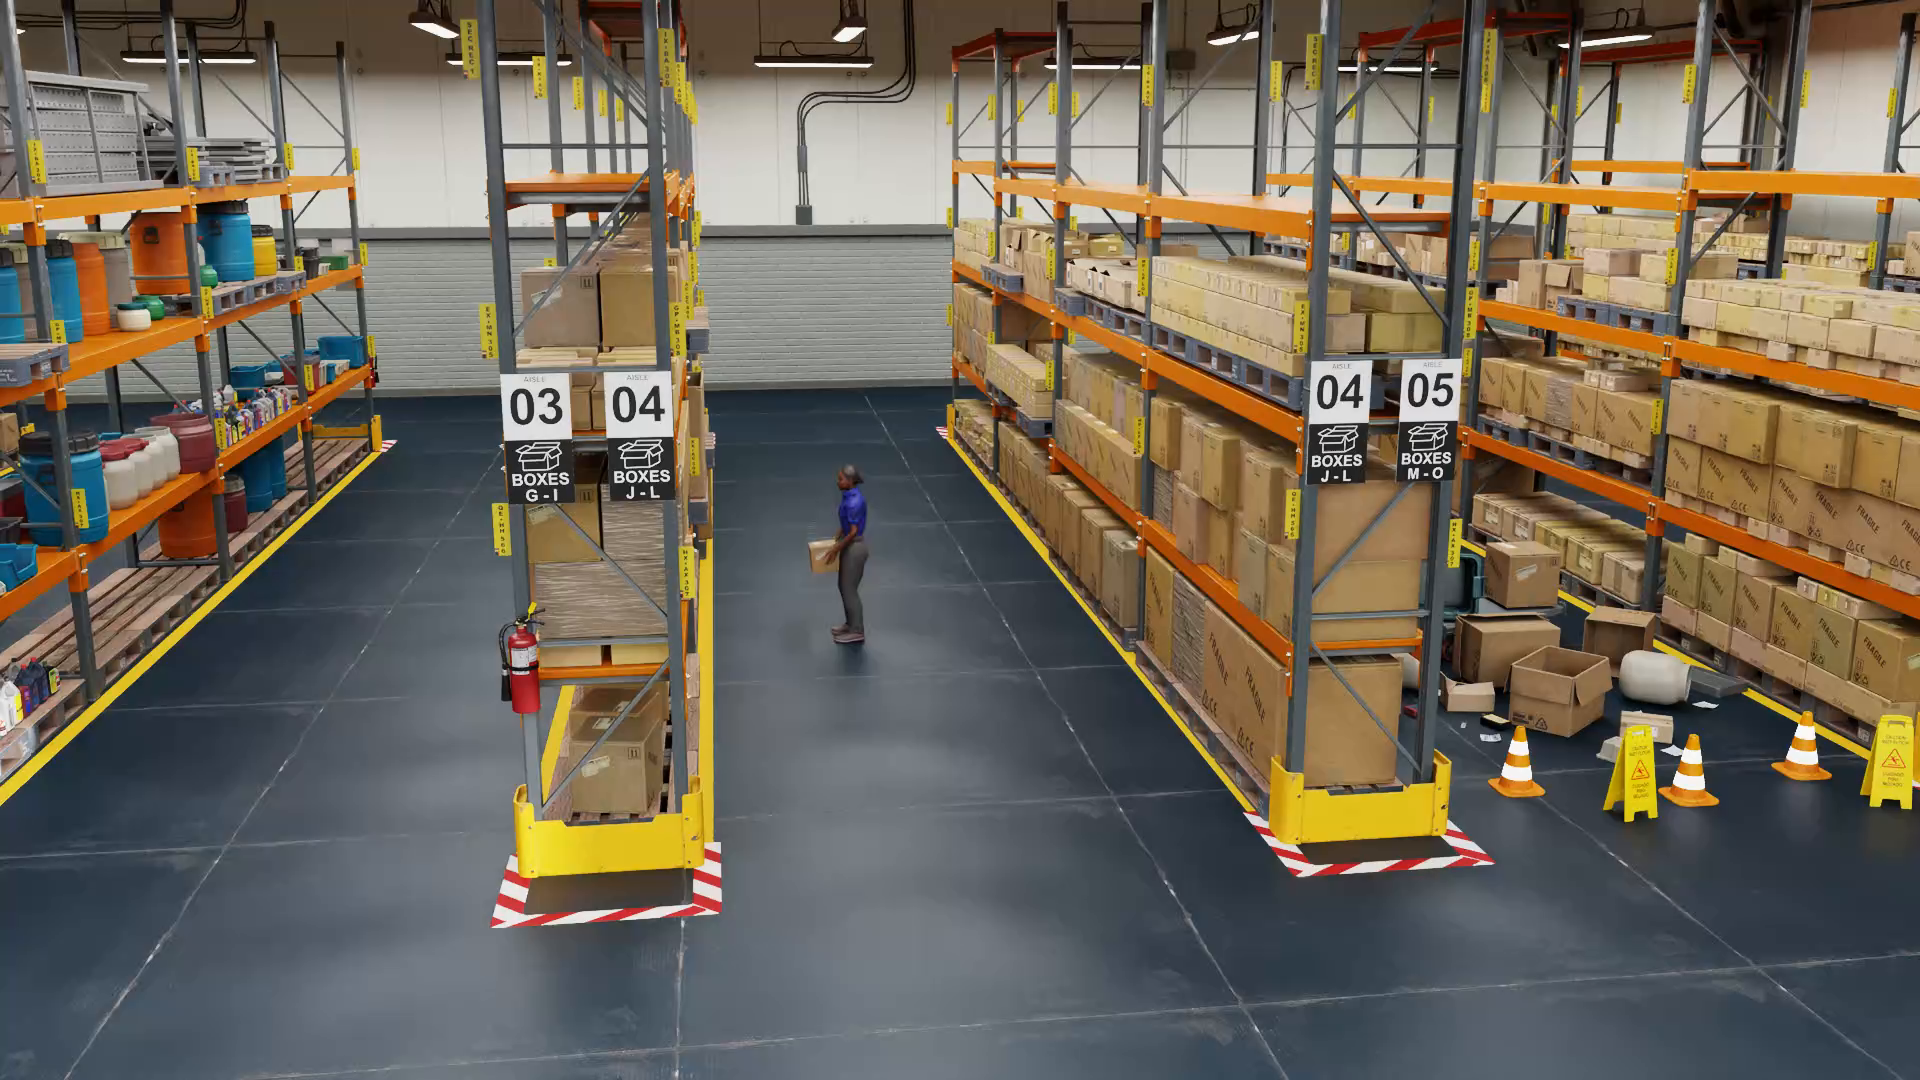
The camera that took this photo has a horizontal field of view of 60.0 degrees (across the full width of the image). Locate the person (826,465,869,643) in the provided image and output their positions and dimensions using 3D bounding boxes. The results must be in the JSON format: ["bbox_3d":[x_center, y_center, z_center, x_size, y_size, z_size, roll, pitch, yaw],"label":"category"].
[{"bbox_3d":[-1.060,0.114,15.498,0.405,1.663,0.479,-2,13,-9],"label":"person"}]
